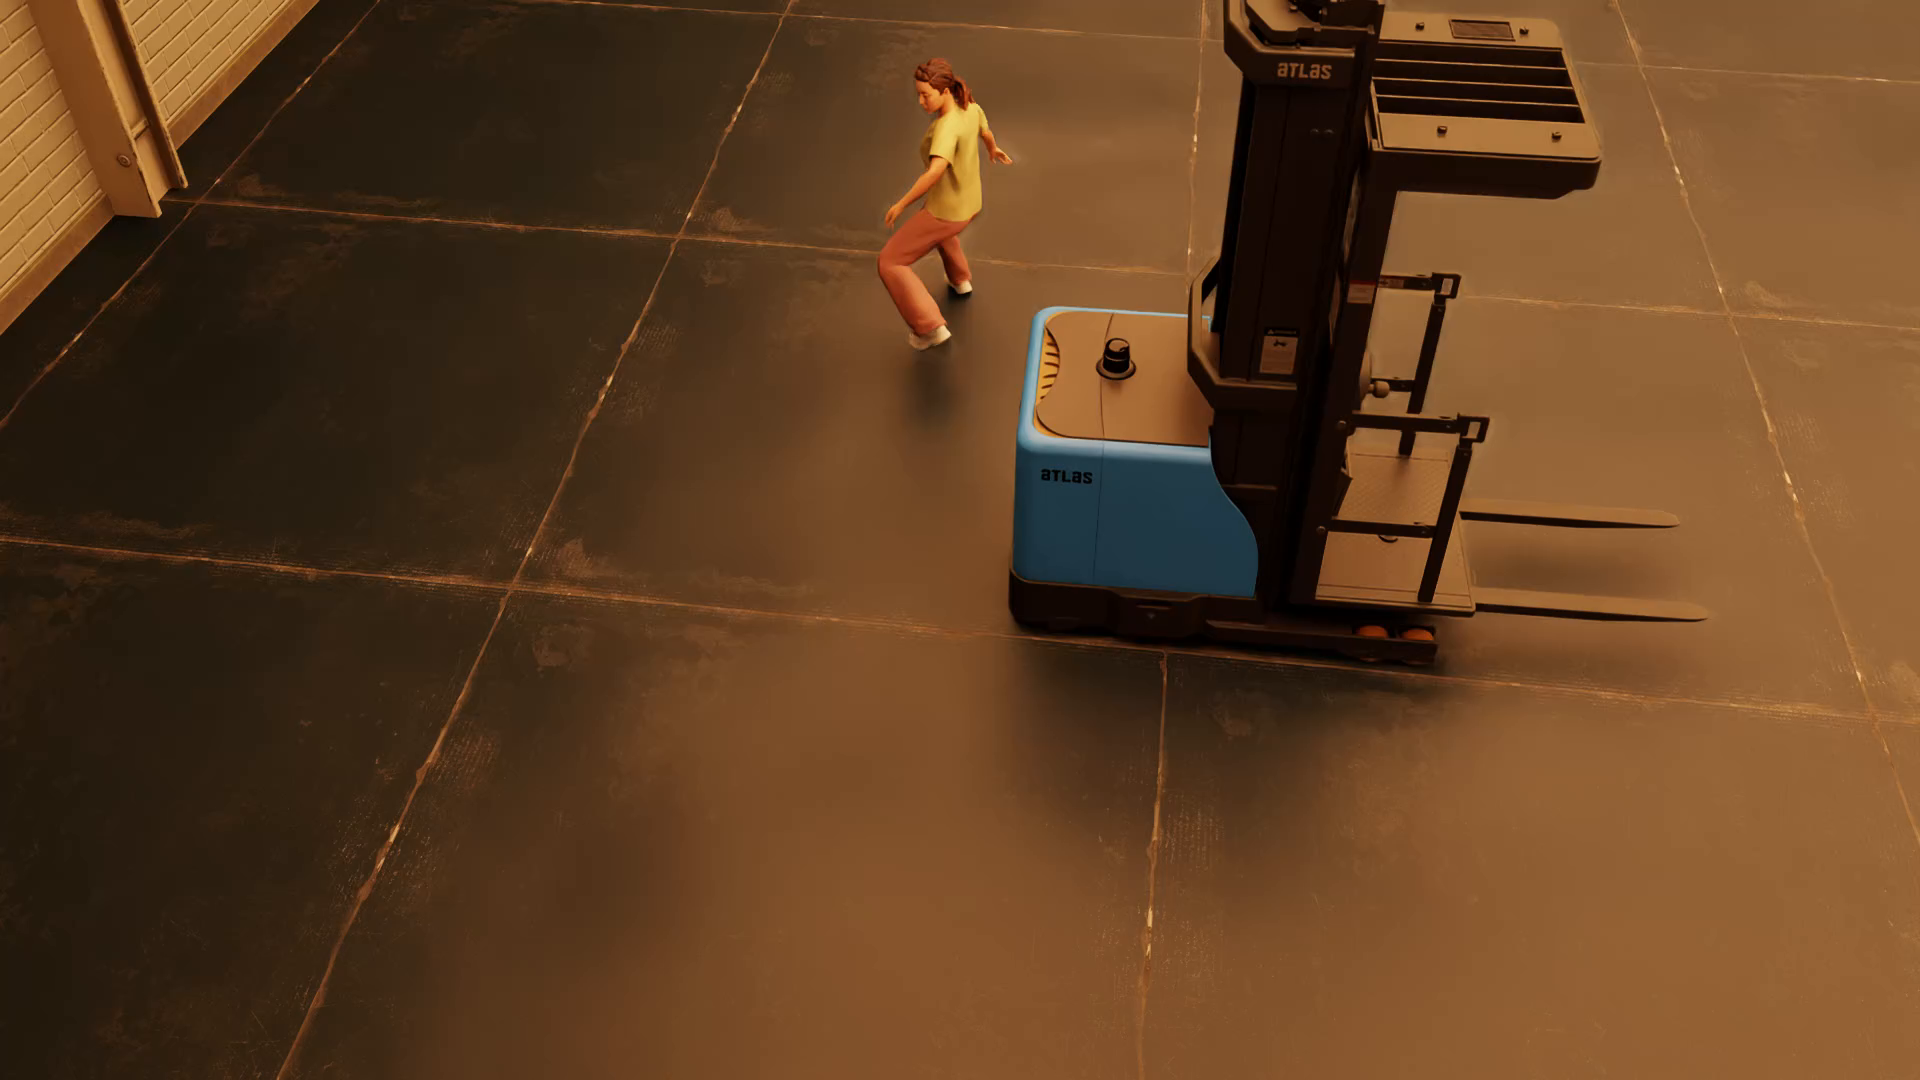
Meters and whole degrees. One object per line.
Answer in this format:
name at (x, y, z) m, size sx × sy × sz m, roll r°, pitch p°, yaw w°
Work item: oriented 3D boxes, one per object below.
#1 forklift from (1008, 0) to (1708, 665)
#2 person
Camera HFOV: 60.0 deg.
forklift at (1.770, -0.912, 6.717) m, size 3.031 × 2.935 × 1.130 m, roll 4°, pitch 43°, yaw 5°
person at (-0.067, -1.801, 8.772) m, size 0.507 × 1.566 × 1.071 m, roll 18°, pitch 46°, yaw 19°
